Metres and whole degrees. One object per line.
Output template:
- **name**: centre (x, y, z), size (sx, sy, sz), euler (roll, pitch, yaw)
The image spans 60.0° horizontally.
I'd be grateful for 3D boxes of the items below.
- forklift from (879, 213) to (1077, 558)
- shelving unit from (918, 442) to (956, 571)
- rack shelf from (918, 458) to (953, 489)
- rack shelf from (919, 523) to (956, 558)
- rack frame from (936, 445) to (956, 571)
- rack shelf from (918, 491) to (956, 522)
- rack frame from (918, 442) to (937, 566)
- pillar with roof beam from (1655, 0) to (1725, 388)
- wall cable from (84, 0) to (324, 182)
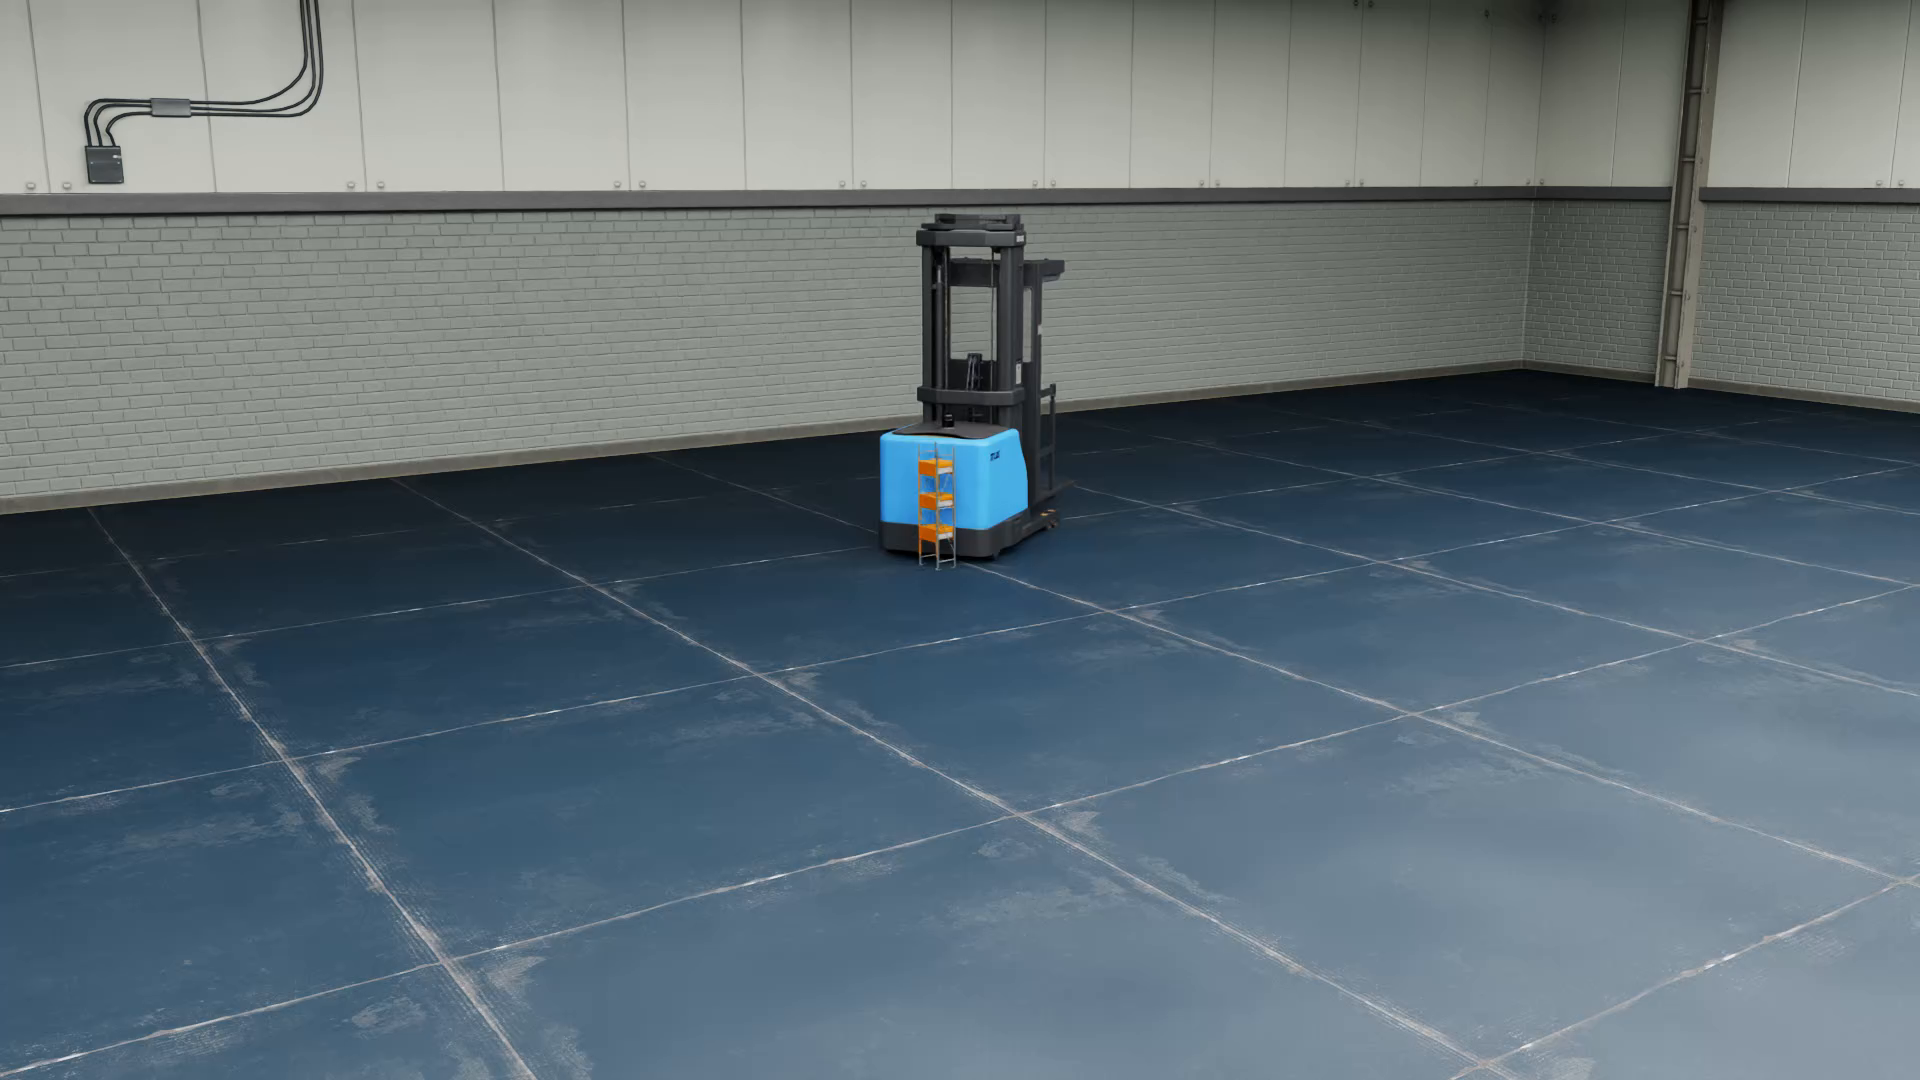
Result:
- **forklift**: centre (0.313, -1.550, 15.479), size (1.130, 2.935, 3.031), euler (5, 13, 22)
- **shelving unit**: centre (-0.196, -0.289, 14.107), size (0.215, 1.050, 0.252), euler (-10, 16, -38)
- **rack shelf**: centre (-0.198, -0.556, 14.050), size (0.215, 0.259, 0.240), euler (-10, 16, -38)
- **rack shelf**: centre (-0.195, -0.007, 14.169), size (0.215, 0.259, 0.240), euler (-10, 16, -38)
- **rack frame**: centre (-0.120, -0.269, 14.015), size (0.200, 1.050, 0.008), euler (-10, 16, -38)
- **rack shelf**: centre (-0.196, -0.278, 14.110), size (0.215, 0.259, 0.240), euler (-10, 16, -38)
- **rack frame**: centre (-0.273, -0.308, 14.200), size (0.200, 1.050, 0.008), euler (-10, 16, -38)
- **pillar with roof beam**: centre (7.704, -6.321, 23.092), size (9.100, 9.000, 0.400), euler (-8, 15, -33)
- **wall cable**: centre (-7.555, -6.565, 16.247), size (2.305, 6.003, 0.169), euler (-8, 15, -33)
